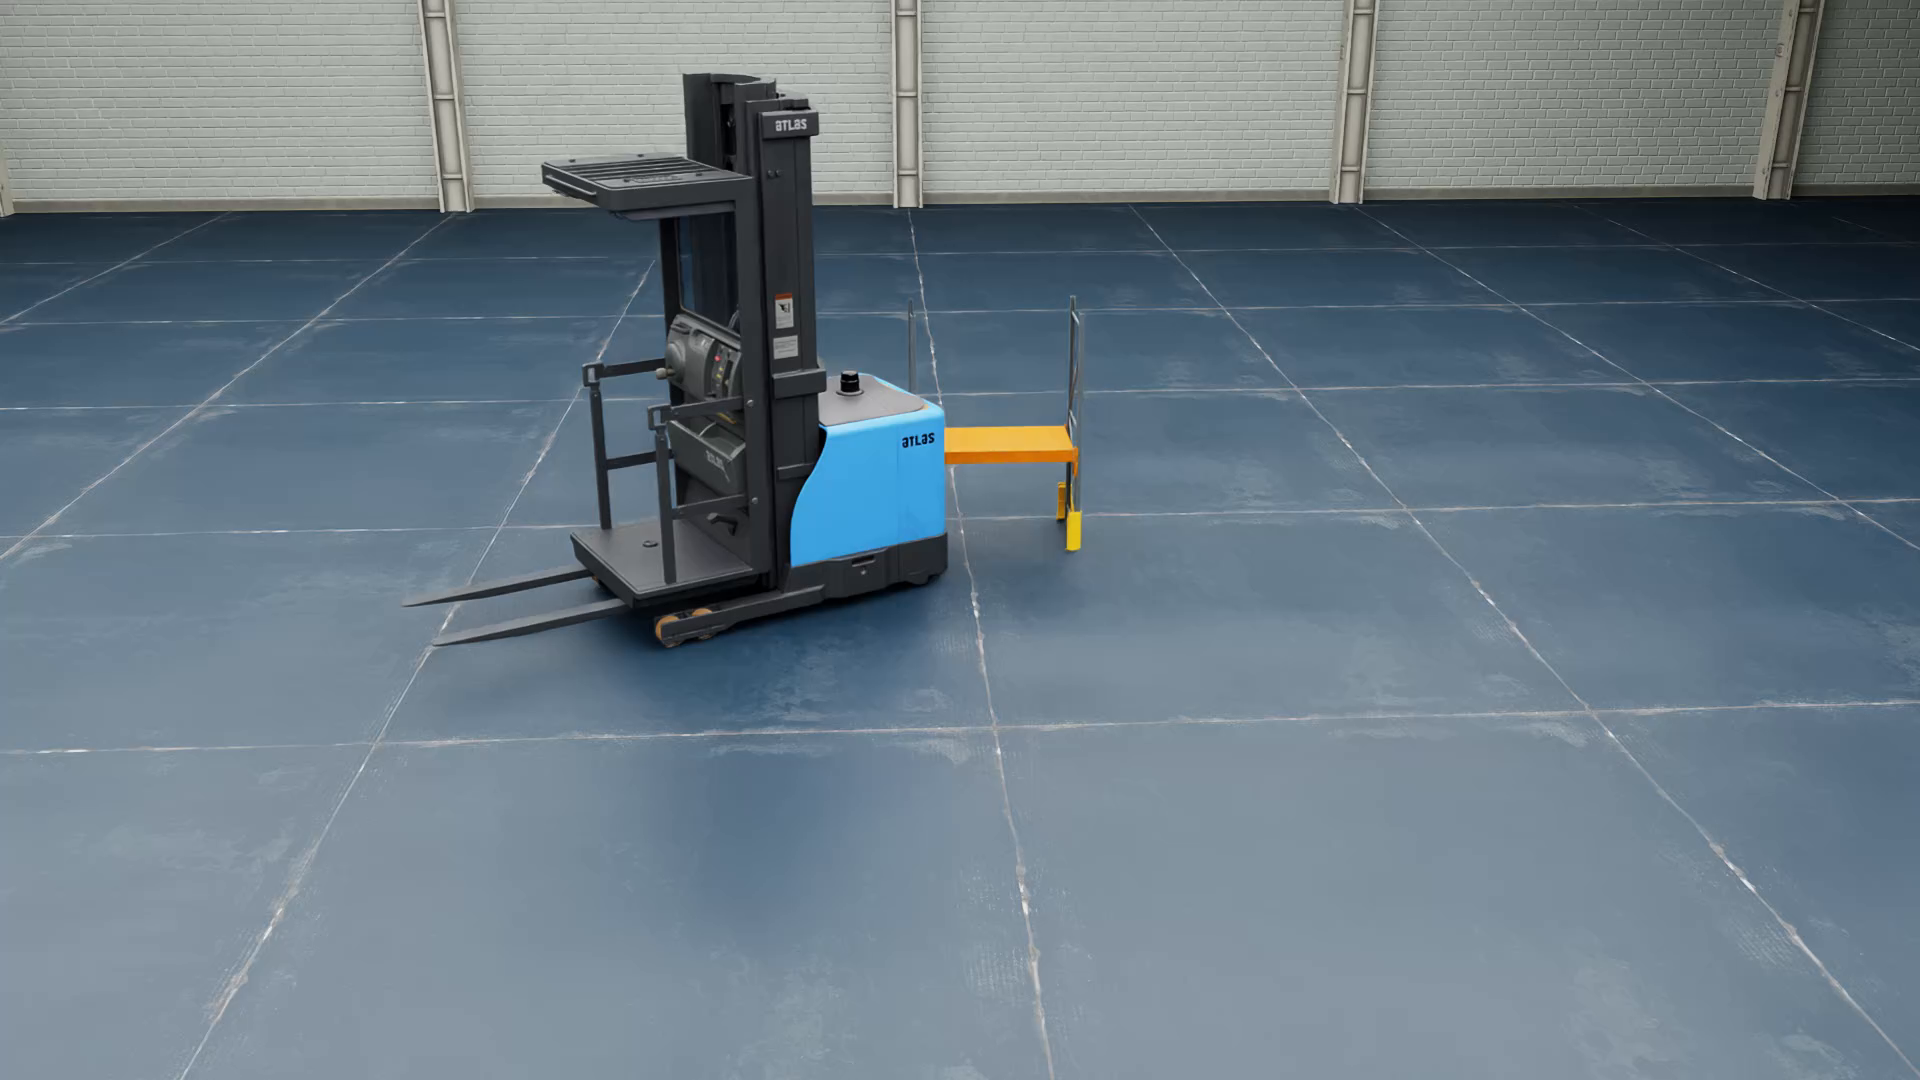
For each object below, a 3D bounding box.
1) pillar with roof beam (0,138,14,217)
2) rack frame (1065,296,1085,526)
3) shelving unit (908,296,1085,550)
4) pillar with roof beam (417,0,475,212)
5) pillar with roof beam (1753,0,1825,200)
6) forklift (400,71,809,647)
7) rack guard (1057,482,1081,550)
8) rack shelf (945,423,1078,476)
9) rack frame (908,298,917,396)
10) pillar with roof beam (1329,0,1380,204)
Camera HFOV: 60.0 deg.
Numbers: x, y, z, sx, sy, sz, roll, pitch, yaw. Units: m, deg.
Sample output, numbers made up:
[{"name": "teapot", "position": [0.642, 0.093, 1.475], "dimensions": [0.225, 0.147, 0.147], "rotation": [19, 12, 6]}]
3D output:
[{"name": "pillar with roof beam", "position": [-12.438, -6.951, 16.231], "dimensions": [0.400, 9.000, 9.100], "rotation": [-1, 21, -3]}, {"name": "rack frame", "position": [0.720, -0.743, 10.464], "dimensions": [0.032, 1.500, 0.500], "rotation": [-1, 21, -3]}, {"name": "shelving unit", "position": [0.204, -0.732, 10.435], "dimensions": [1.083, 1.500, 0.587], "rotation": [-1, 21, -3]}, {"name": "pillar with roof beam", "position": [-6.448, -7.073, 16.551], "dimensions": [0.400, 9.000, 9.100], "rotation": [-1, 21, -3]}, {"name": "pillar with roof beam", "position": [11.523, -7.438, 17.511], "dimensions": [0.400, 9.000, 9.100], "rotation": [-1, 21, -3]}, {"name": "forklift", "position": [-1.601, -1.002, 9.134], "dimensions": [3.031, 2.935, 1.121], "rotation": [-12, 24, -29]}, {"name": "rack guard", "position": [0.701, -0.158, 10.686], "dimensions": [0.087, 0.250, 0.587], "rotation": [-1, 21, -3]}, {"name": "rack shelf", "position": [0.213, -0.564, 10.499], "dimensions": [1.000, 0.185, 0.538], "rotation": [-1, 21, -3]}, {"name": "rack frame", "position": [-0.295, -0.721, 10.406], "dimensions": [0.032, 1.500, 0.500], "rotation": [-1, 21, -3]}, {"name": "pillar with roof beam", "position": [5.533, -7.317, 17.191], "dimensions": [0.400, 9.000, 9.100], "rotation": [-1, 21, -3]}]
